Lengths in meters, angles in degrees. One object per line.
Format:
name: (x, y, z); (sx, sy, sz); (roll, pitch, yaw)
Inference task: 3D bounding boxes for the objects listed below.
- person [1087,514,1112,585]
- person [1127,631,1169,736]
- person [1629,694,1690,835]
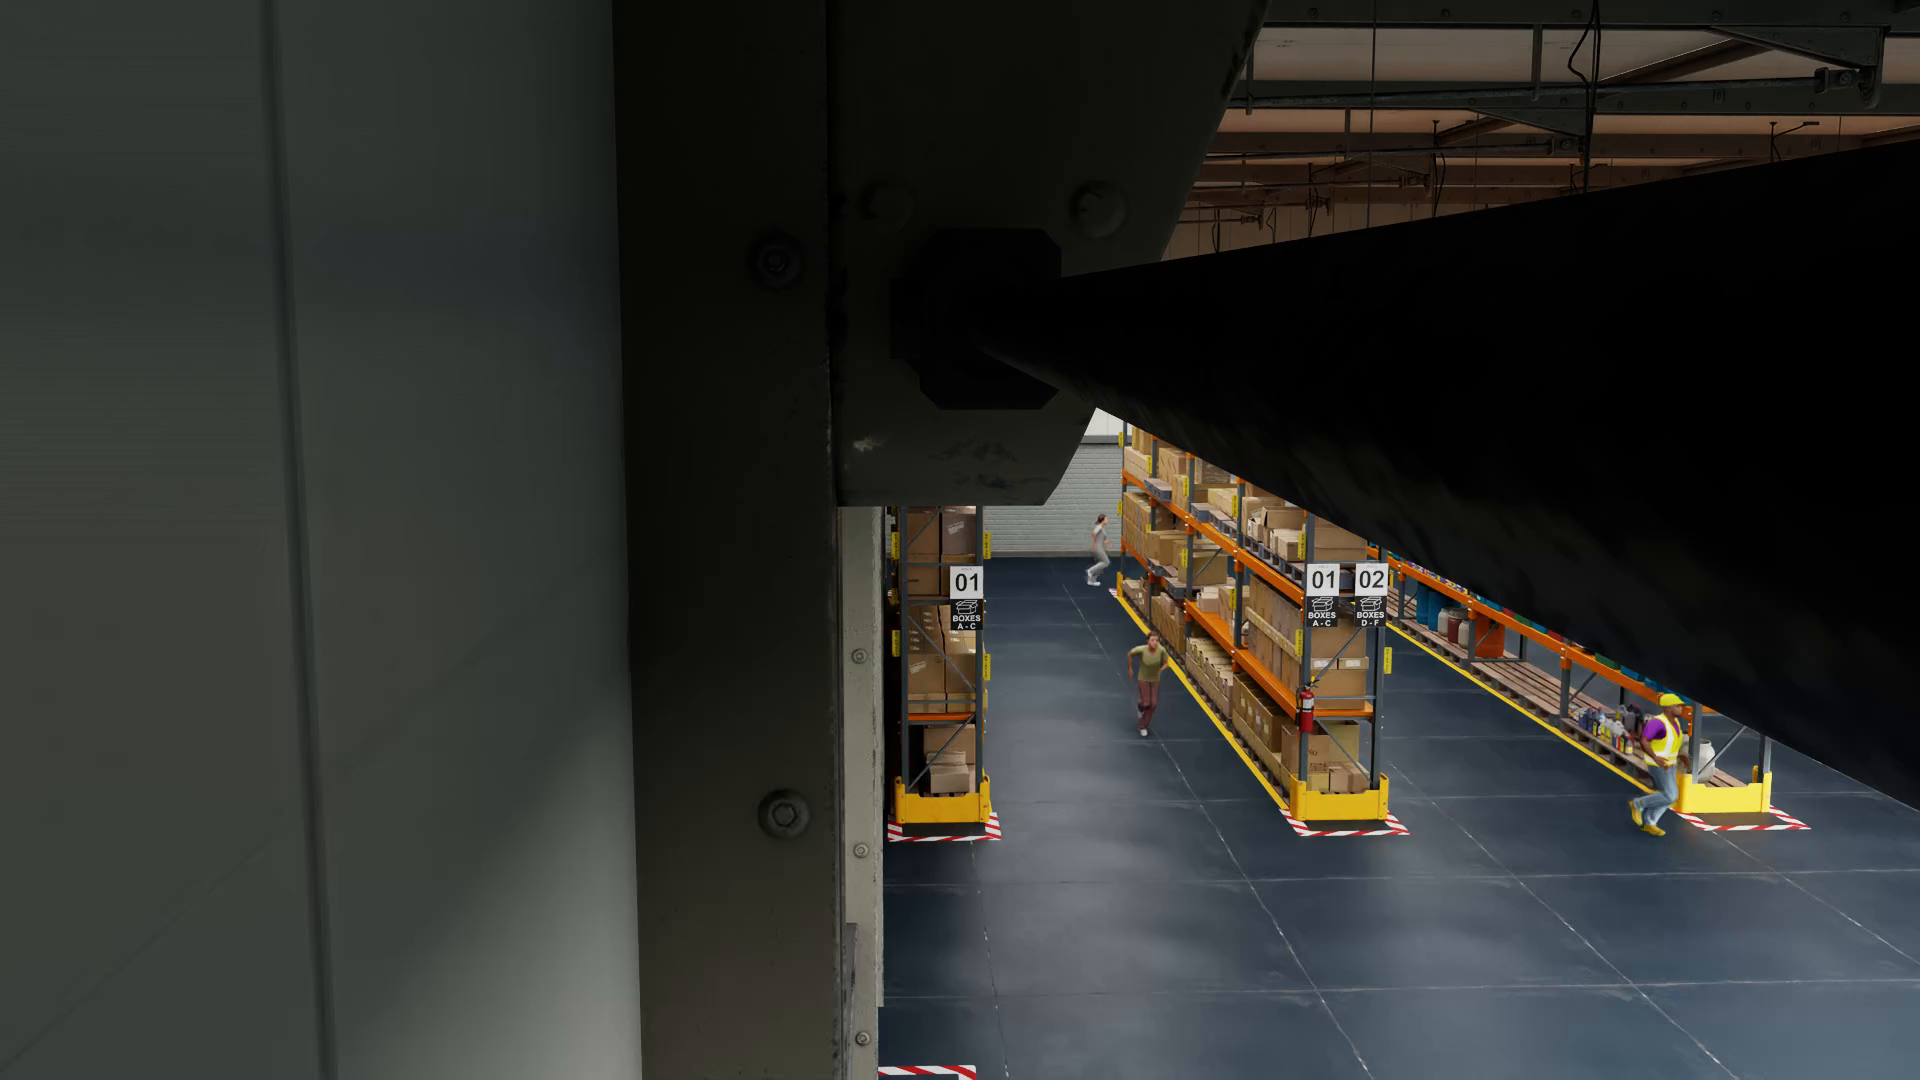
person: (3.174, 0.217, 37.845); (0.568, 1.609, 0.568); (0, 8, -1)
person: (2.792, 2.111, 24.593); (0.570, 1.597, 0.672); (-2, 8, -12)
person: (8.463, 2.688, 20.091); (0.713, 1.712, 0.558); (-8, 11, -44)
